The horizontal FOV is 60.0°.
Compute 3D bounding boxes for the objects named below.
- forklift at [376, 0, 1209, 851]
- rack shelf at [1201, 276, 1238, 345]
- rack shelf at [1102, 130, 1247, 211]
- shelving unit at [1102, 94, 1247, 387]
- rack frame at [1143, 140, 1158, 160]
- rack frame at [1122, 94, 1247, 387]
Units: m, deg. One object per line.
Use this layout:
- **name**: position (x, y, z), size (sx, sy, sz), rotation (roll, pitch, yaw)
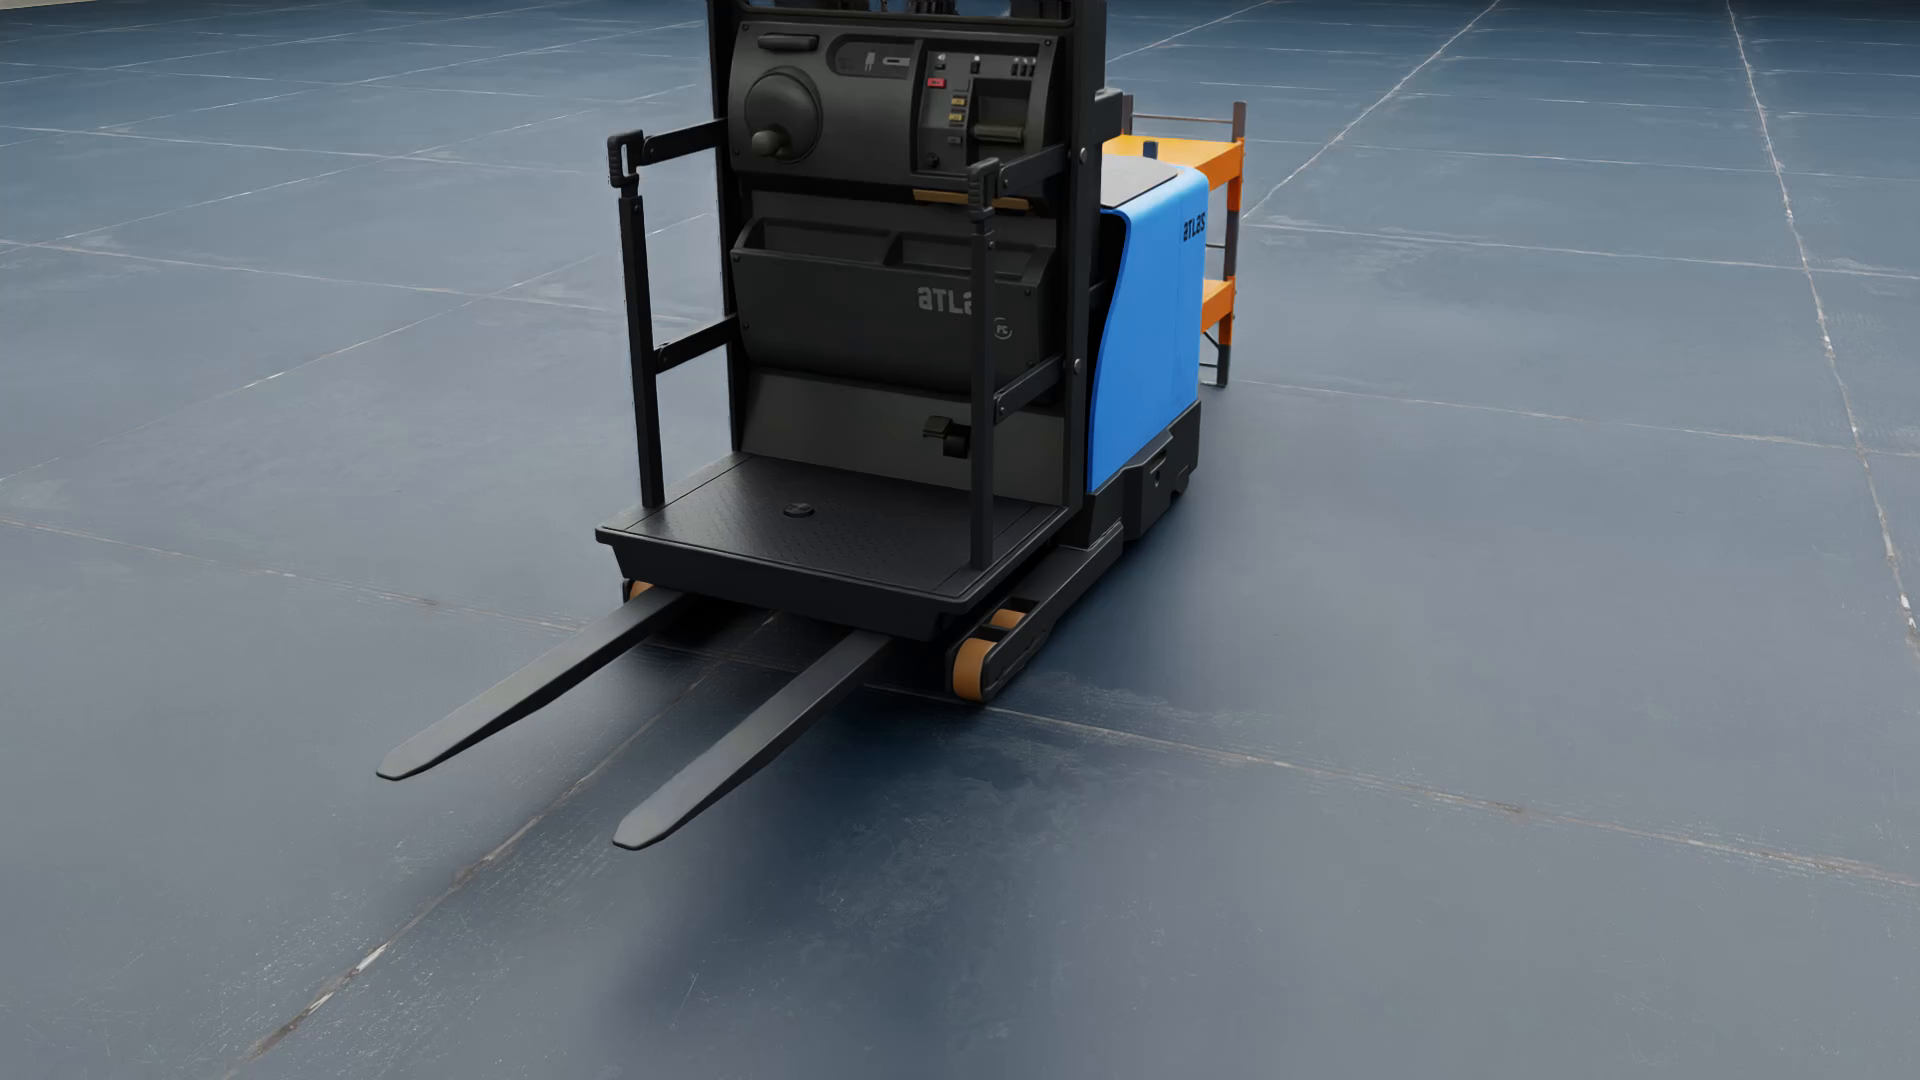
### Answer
- **forklift**: position (-0.279, -1.127, 4.146), size (1.130, 2.935, 3.031), rotation (10, 25, 23)
- **rack shelf**: position (0.641, -0.782, 6.296), size (0.538, 0.278, 1.000), rotation (10, 25, 23)
- **rack shelf**: position (0.641, -1.277, 6.089), size (0.538, 0.278, 1.000), rotation (10, 25, 23)
- **shelving unit**: position (0.641, -1.007, 6.202), size (0.538, 1.125, 1.048), rotation (10, 25, 23)
- **rack frame**: position (0.422, -0.830, 5.779), size (0.500, 1.125, 0.032), rotation (10, 25, 23)
- **rack frame**: position (0.860, -1.184, 6.625), size (0.500, 1.125, 0.032), rotation (10, 25, 23)
